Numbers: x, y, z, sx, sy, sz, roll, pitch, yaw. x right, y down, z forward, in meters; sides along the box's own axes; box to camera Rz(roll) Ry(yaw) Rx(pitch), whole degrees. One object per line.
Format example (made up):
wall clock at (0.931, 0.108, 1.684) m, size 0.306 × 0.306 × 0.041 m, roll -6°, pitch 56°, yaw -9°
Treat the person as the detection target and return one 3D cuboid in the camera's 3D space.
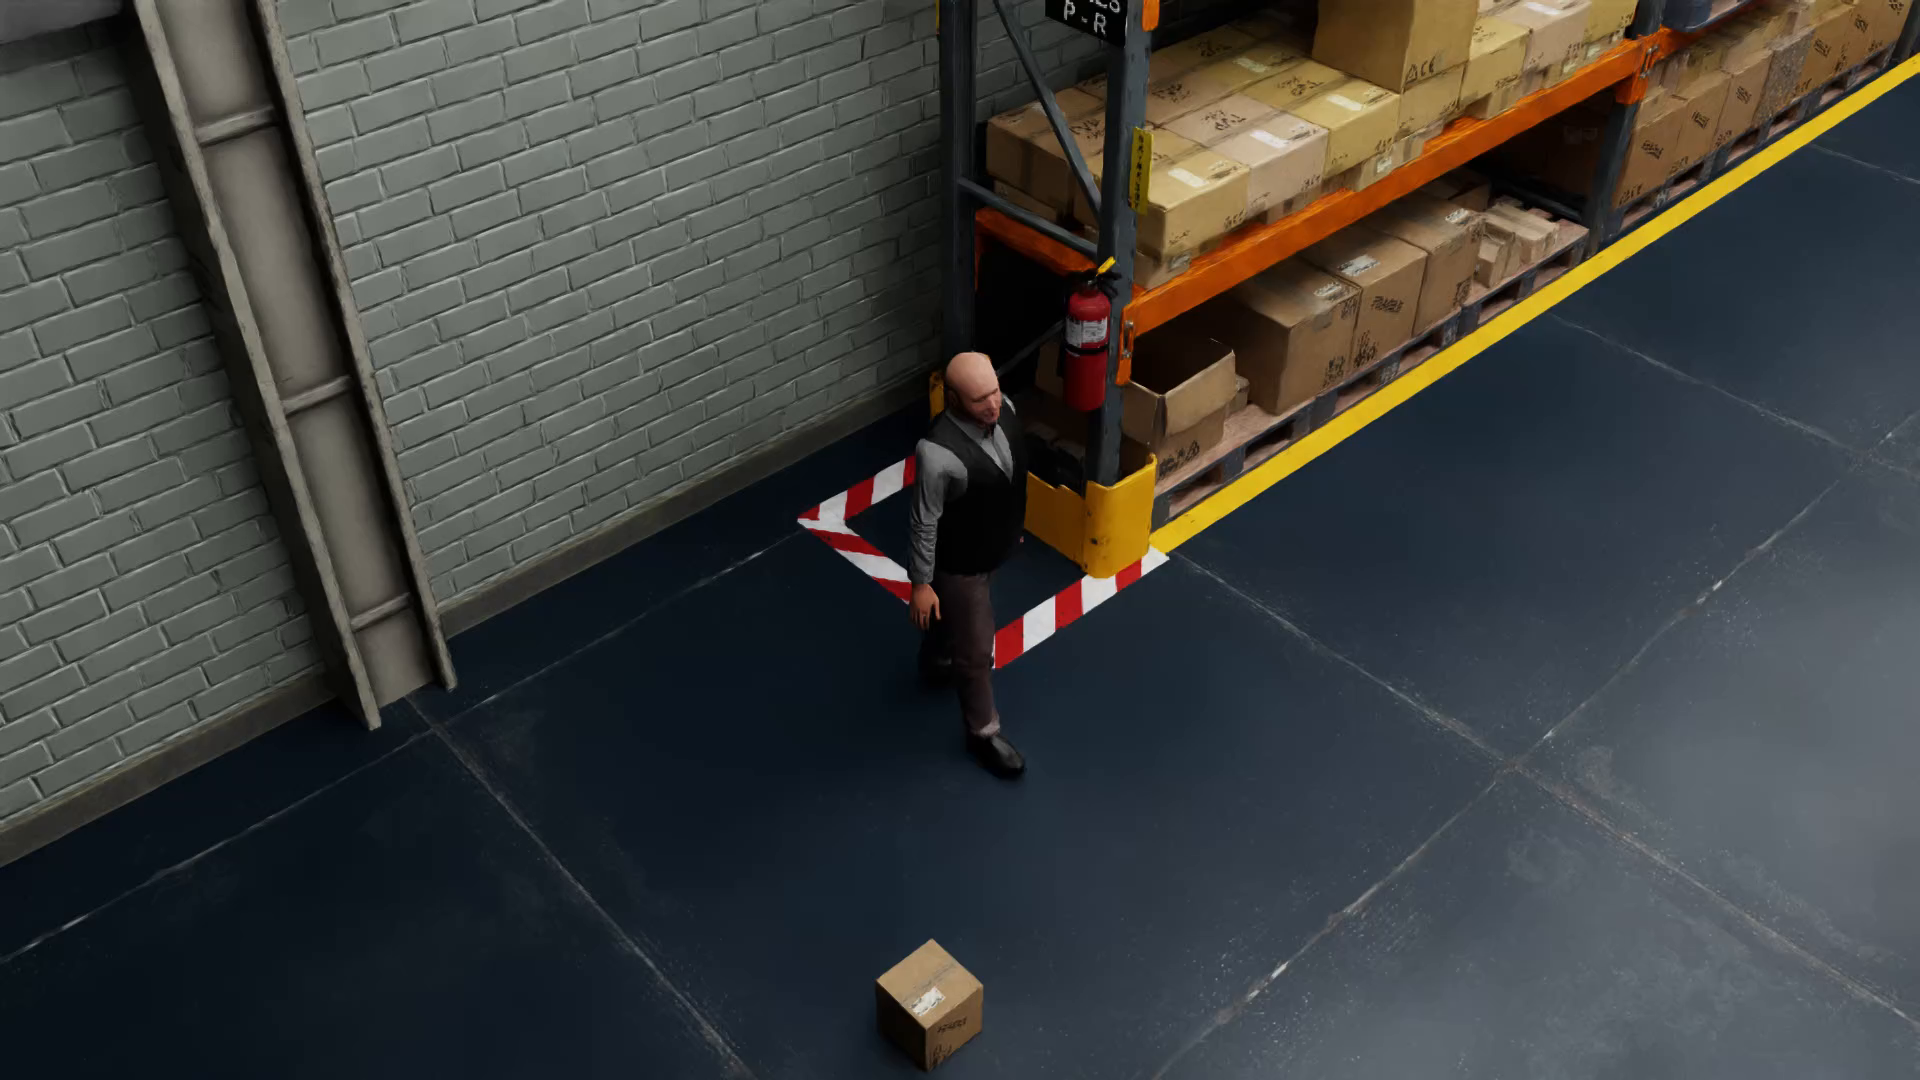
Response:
person at (0.056, 0.062, 6.089) m, size 0.630 × 1.722 × 0.655 m, roll 19°, pitch 43°, yaw 22°
